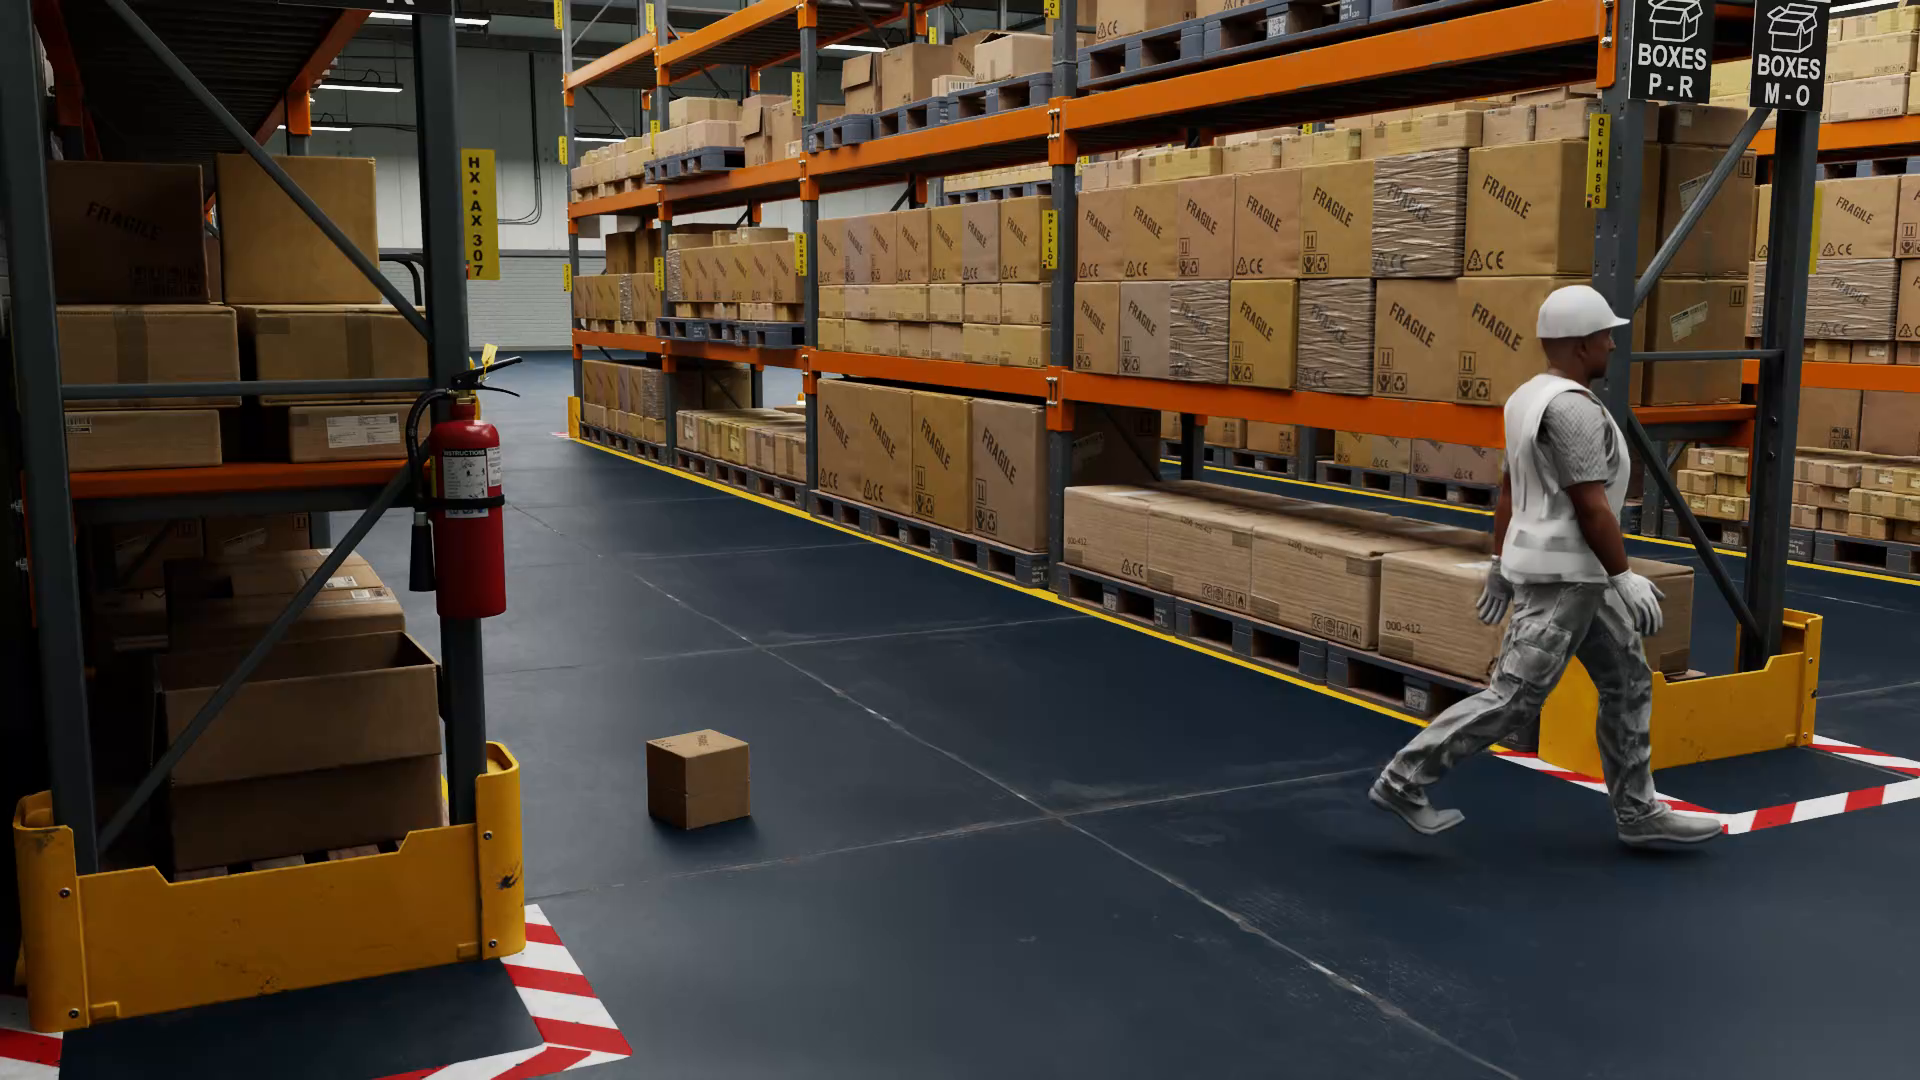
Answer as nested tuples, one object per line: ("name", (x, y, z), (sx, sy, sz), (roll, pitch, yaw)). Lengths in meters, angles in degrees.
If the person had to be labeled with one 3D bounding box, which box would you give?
("person", (1.828, 0.099, 5.086), (1.078, 1.735, 0.538), (2, 9, 13))
